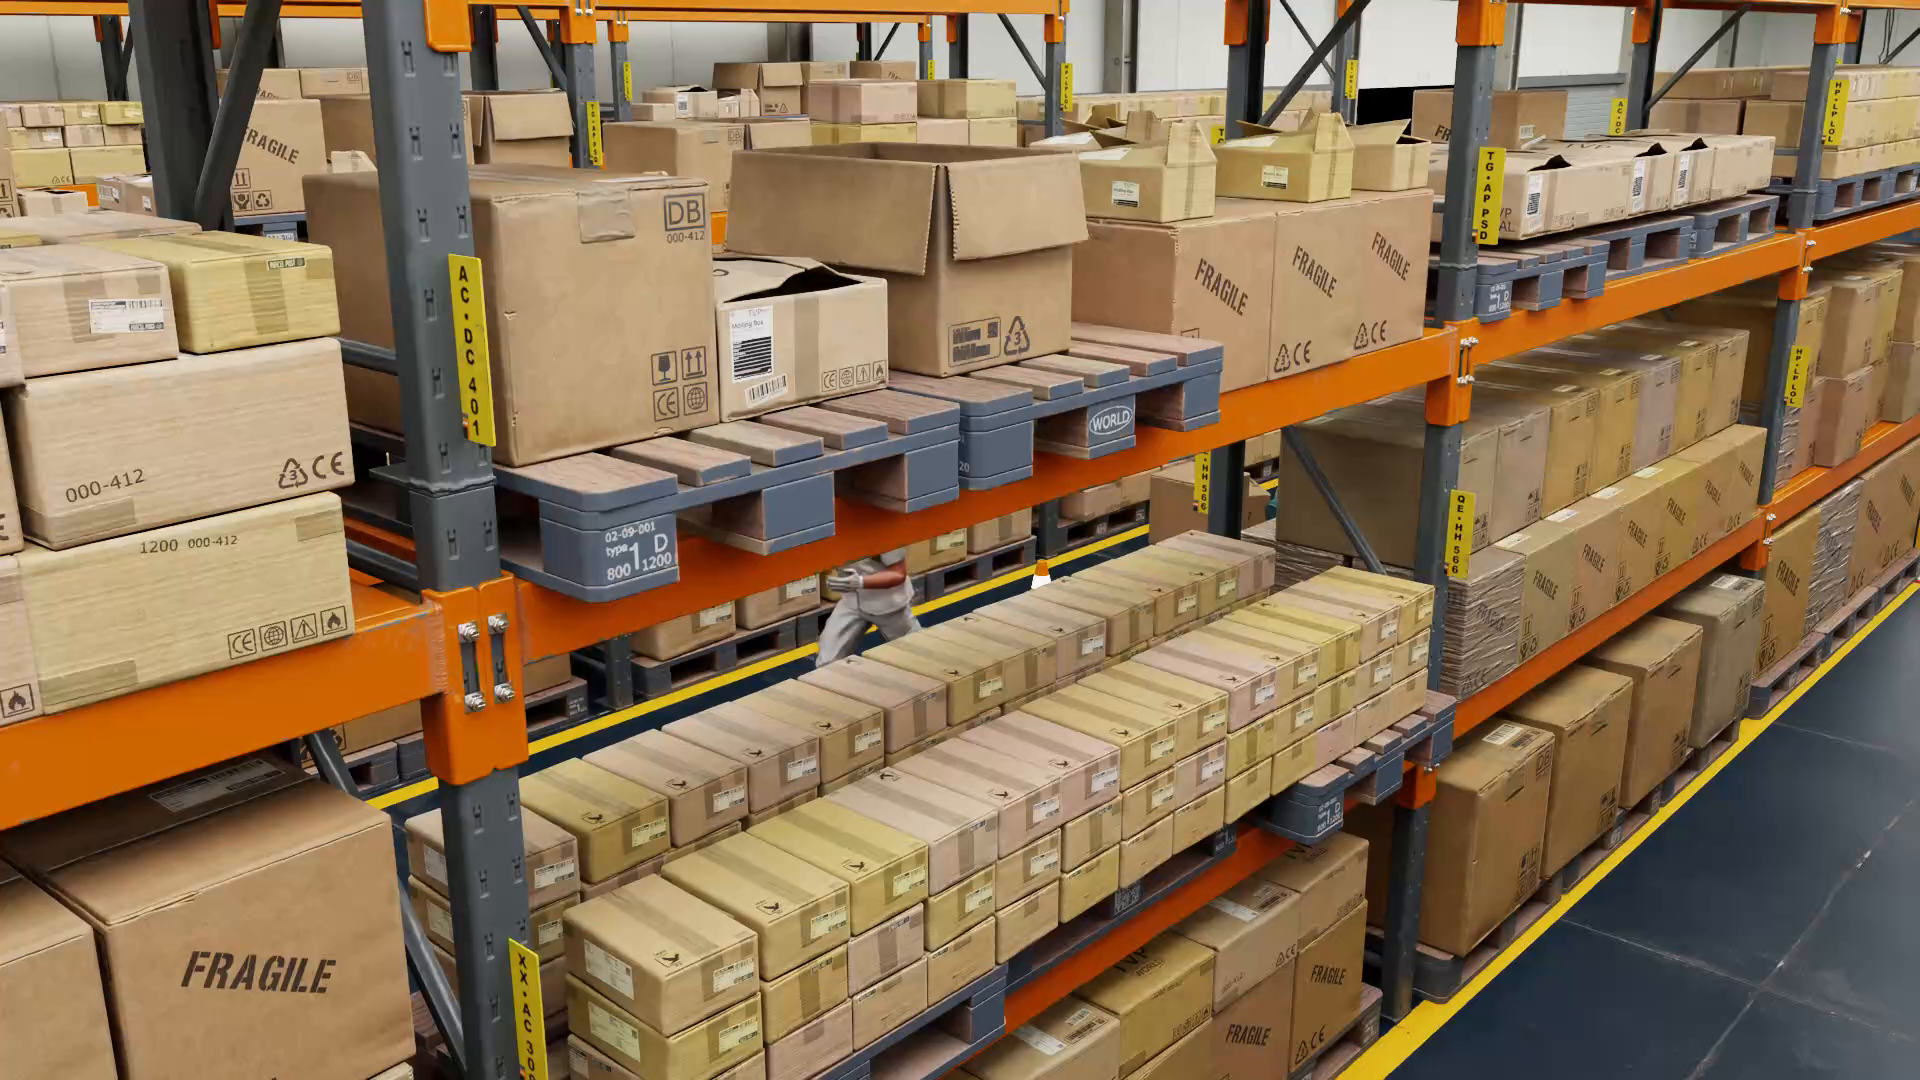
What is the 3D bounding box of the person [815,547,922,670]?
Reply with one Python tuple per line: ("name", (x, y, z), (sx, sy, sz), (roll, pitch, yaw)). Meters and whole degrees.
("person", (-0.472, 0.349, 8.926), (0.656, 1.688, 0.968), (12, 20, 34))
